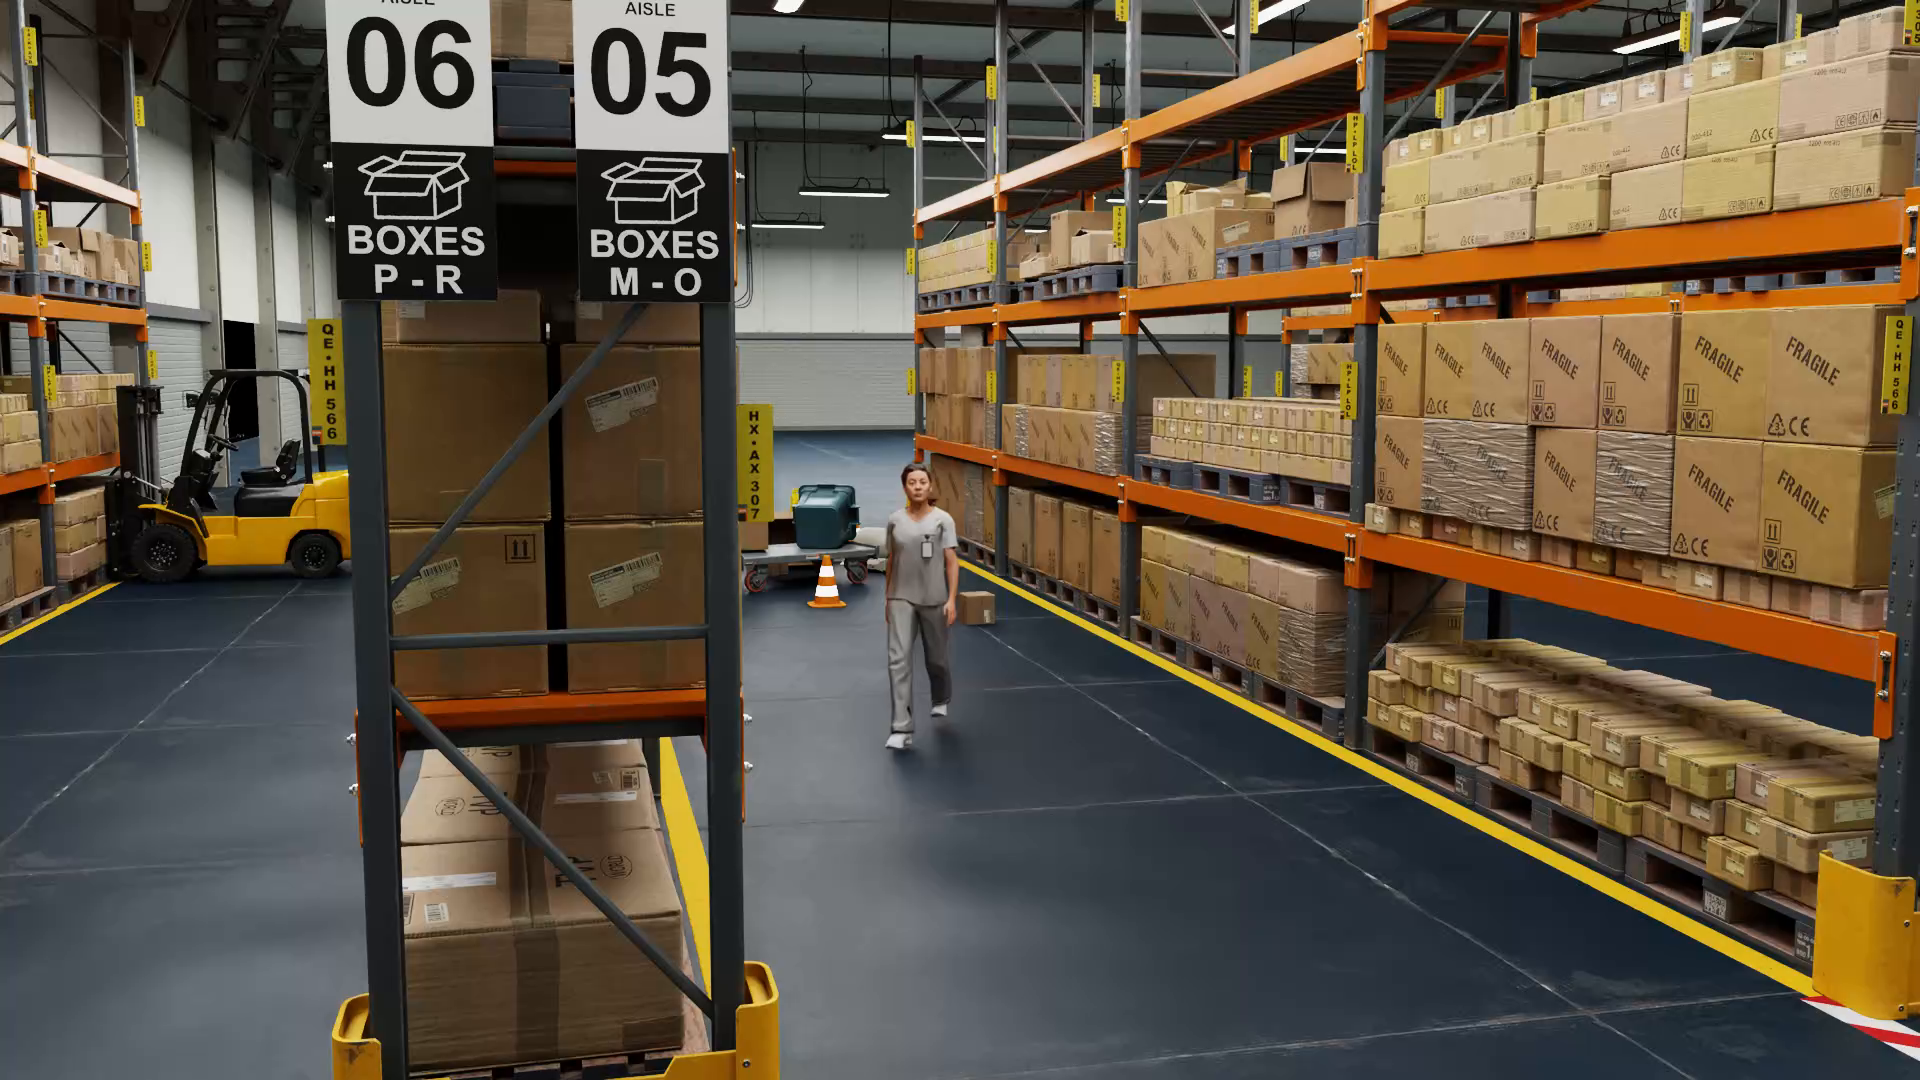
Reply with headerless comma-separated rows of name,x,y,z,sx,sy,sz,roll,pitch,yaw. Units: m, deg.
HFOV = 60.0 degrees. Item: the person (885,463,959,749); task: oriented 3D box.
person,-0.231,0.362,9.833,0.457,1.630,0.949,1,6,8
